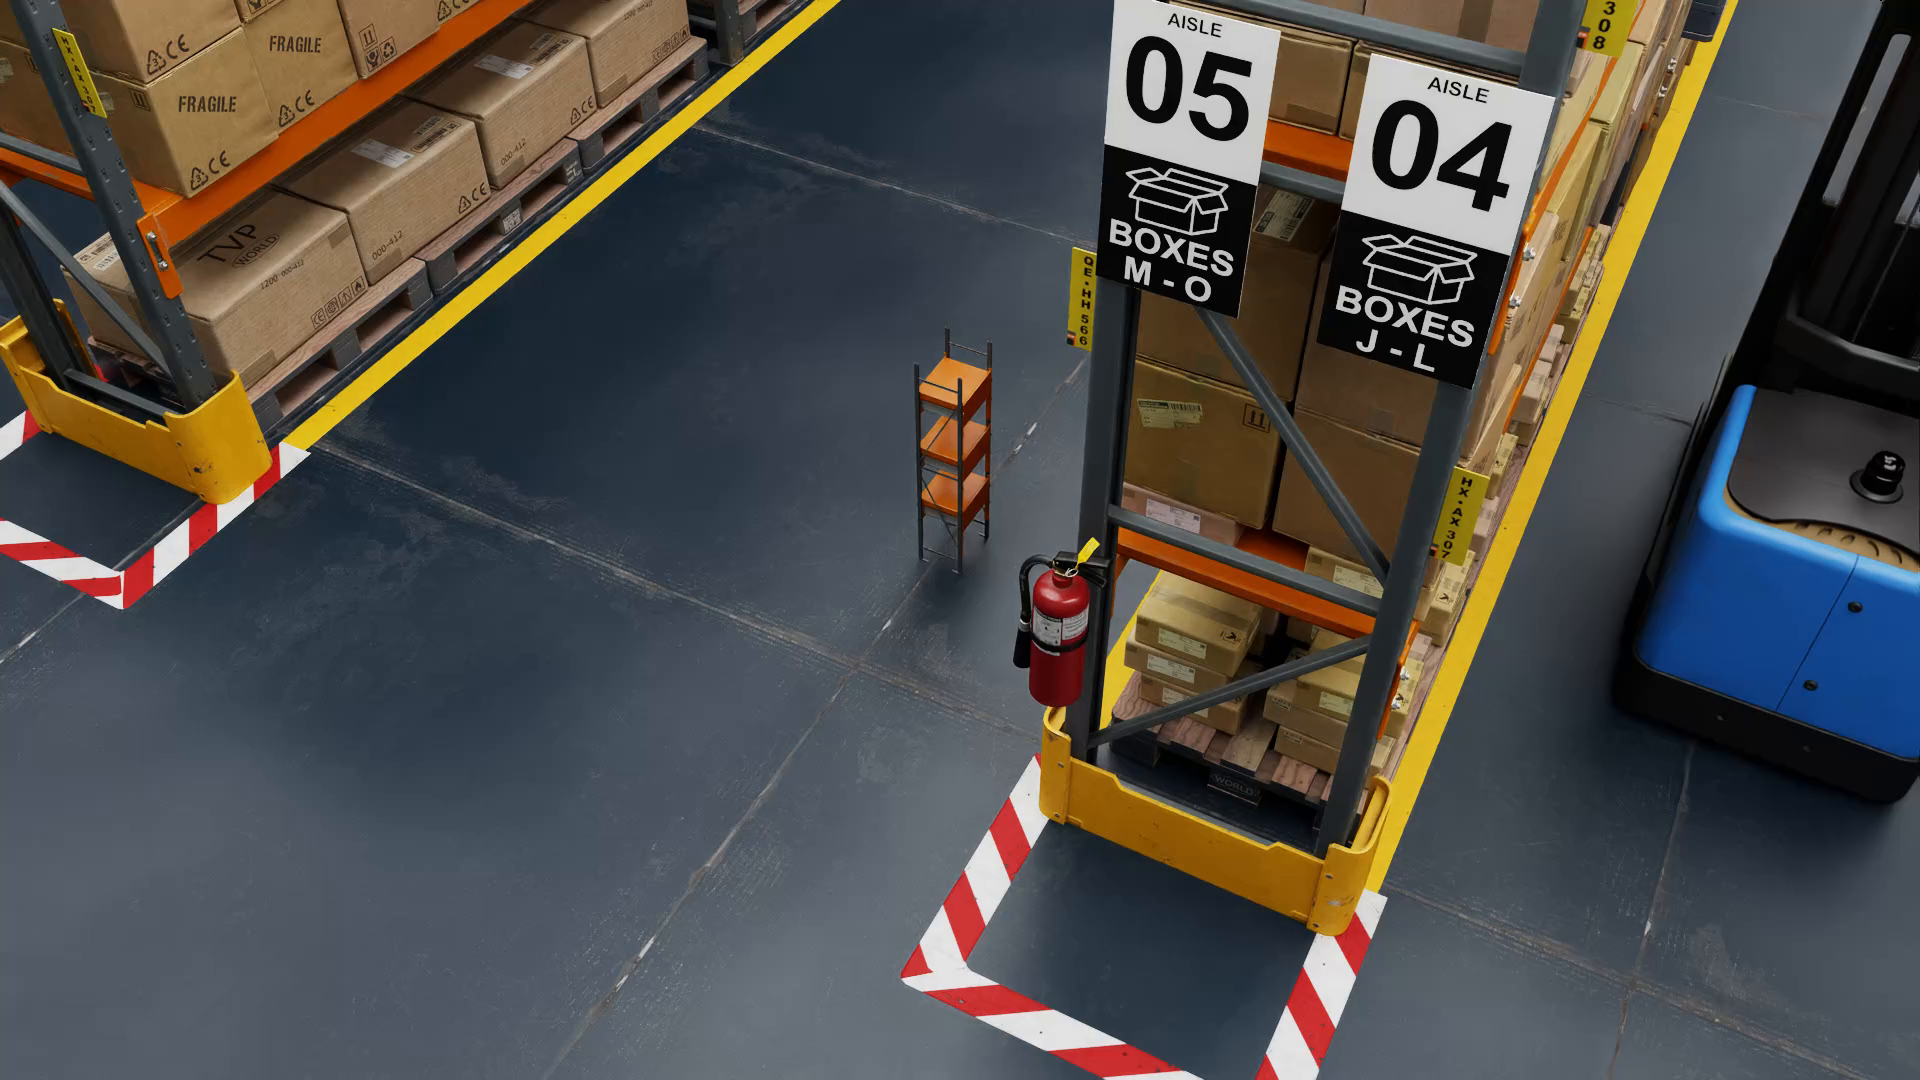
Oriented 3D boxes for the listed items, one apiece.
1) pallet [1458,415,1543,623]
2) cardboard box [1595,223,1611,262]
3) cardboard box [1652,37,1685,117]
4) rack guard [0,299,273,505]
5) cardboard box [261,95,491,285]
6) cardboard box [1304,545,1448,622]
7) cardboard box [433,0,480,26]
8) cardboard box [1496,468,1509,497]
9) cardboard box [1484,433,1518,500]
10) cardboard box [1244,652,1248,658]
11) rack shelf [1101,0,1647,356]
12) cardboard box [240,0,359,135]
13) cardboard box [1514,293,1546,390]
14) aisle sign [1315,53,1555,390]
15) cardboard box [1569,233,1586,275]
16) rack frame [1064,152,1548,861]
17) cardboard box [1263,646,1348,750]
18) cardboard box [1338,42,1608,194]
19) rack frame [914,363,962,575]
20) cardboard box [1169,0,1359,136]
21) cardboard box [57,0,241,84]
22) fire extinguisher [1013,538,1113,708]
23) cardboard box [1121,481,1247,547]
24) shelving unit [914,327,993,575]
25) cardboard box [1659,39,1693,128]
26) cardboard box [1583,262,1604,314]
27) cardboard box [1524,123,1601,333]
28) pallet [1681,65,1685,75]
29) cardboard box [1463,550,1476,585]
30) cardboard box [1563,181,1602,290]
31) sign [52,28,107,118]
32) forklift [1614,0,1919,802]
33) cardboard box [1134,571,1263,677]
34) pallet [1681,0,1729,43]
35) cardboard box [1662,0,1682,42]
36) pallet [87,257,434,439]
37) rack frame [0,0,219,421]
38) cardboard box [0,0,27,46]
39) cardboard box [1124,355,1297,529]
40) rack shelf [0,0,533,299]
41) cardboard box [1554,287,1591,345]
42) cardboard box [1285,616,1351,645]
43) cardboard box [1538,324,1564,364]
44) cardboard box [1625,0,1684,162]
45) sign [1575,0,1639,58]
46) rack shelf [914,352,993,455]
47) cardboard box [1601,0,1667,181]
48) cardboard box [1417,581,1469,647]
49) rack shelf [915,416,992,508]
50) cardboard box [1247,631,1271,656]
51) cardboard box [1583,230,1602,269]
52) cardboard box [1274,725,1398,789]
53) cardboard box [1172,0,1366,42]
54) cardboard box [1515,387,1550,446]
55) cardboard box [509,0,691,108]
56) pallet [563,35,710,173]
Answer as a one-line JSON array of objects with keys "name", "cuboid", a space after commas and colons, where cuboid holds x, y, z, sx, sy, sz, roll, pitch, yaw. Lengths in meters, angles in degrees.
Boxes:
[{"name": "pallet", "cuboid": [1.838, -0.268, 7.146, 1.003, 0.211, 1.213, 20, 49, 19]}, {"name": "cardboard box", "cuboid": [2.819, -1.401, 7.805, 0.380, 0.149, 0.250, 21, 49, 20]}, {"name": "cardboard box", "cuboid": [3.260, -2.365, 8.193, 0.500, 0.250, 0.500, 18, 48, 17]}, {"name": "rack guard", "cuboid": [-3.616, -0.611, 7.282, 1.175, 0.500, 0.348, 20, 49, 19]}, {"name": "cardboard box", "cuboid": [-2.969, -1.780, 8.186, 0.875, 0.438, 0.875, 22, 49, 20]}, {"name": "cardboard box", "cuboid": [1.267, 0.058, 5.040, 0.380, 0.149, 0.250, 20, 49, 19]}, {"name": "cardboard box", "cuboid": [-2.448, -2.711, 7.530, 0.500, 0.500, 0.500, 22, 49, 20]}, {"name": "cardboard box", "cuboid": [2.060, -0.283, 6.910, 0.380, 0.149, 0.250, 20, 49, 19]}, {"name": "cardboard box", "cuboid": [1.964, -0.342, 6.550, 0.380, 0.149, 0.250, 21, 49, 20]}, {"name": "cardboard box", "cuboid": [0.916, 0.324, 6.310, 0.380, 0.149, 0.250, 22, 49, 20]}, {"name": "rack shelf", "cuboid": [1.755, -1.996, 5.290, 1.077, 0.370, 4.000, 20, 49, 19]}, {"name": "cardboard box", "cuboid": [-2.917, -2.076, 6.902, 0.500, 0.500, 0.500, 20, 49, 19]}, {"name": "cardboard box", "cuboid": [1.506, -0.611, 5.246, 0.500, 0.500, 0.500, 21, 49, 19]}, {"name": "aisle sign", "cuboid": [1.058, -0.703, 3.788, 0.394, 0.787, 0.004, 20, 49, 19]}, {"name": "cardboard box", "cuboid": [2.096, -1.100, 6.185, 0.380, 0.149, 0.250, 21, 49, 20]}, {"name": "rack frame", "cuboid": [0.827, 0.066, 4.856, 1.000, 3.000, 0.127, 20, 49, 19]}, {"name": "cardboard box", "cuboid": [1.297, 0.570, 5.857, 0.380, 0.149, 0.250, 22, 49, 21]}, {"name": "cardboard box", "cuboid": [1.261, -1.134, 4.039, 0.500, 0.250, 0.500, 22, 49, 20]}, {"name": "rack frame", "cuboid": [-0.081, -0.258, 6.547, 0.200, 1.050, 0.008, 20, 49, 19]}, {"name": "cardboard box", "cuboid": [0.803, -1.310, 4.212, 0.500, 0.250, 0.500, 19, 48, 18]}, {"name": "cardboard box", "cuboid": [-3.130, -2.100, 6.223, 0.500, 0.500, 0.500, 19, 48, 18]}, {"name": "fire extinguisher", "cuboid": [0.301, 0.230, 5.010, 0.296, 0.674, 0.183, 20, 49, 19]}, {"name": "cardboard box", "cuboid": [0.728, -0.145, 5.241, 0.380, 0.149, 0.250, 21, 49, 19]}, {"name": "shelving unit", "cuboid": [-0.025, -0.335, 6.623, 0.215, 1.050, 0.252, 20, 49, 19]}, {"name": "cardboard box", "cuboid": [3.505, -2.435, 8.790, 0.500, 0.500, 0.500, 23, 50, 21]}, {"name": "cardboard box", "cuboid": [2.803, -1.240, 7.856, 0.380, 0.149, 0.250, 21, 49, 20]}, {"name": "cardboard box", "cuboid": [1.499, -0.941, 4.868, 0.500, 0.500, 0.500, 22, 49, 20]}, {"name": "pallet", "cuboid": [3.609, -2.736, 9.586, 1.003, 0.211, 1.213, 20, 49, 19]}, {"name": "cardboard box", "cuboid": [1.725, 0.107, 6.315, 0.380, 0.149, 0.250, 22, 49, 20]}, {"name": "cardboard box", "cuboid": [1.975, -1.239, 5.866, 0.500, 0.500, 0.500, 19, 48, 18]}, {"name": "sign", "cuboid": [-3.116, -1.650, 5.887, 0.100, 0.325, 0.005, 20, 49, 19]}, {"name": "forklift", "cuboid": [3.645, -1.133, 6.089, 1.130, 2.935, 3.031, 21, 49, 20]}, {"name": "cardboard box", "cuboid": [0.848, 0.294, 5.921, 0.380, 0.149, 0.250, 21, 49, 19]}, {"name": "pallet", "cuboid": [3.167, -2.820, 7.843, 1.003, 0.211, 1.213, 20, 49, 19]}, {"name": "cardboard box", "cuboid": [2.470, -2.233, 6.145, 0.500, 0.500, 0.500, 19, 48, 18]}, {"name": "pallet", "cuboid": [-3.303, -1.054, 7.924, 1.003, 0.211, 1.213, 20, 49, 19]}, {"name": "rack frame", "cuboid": [-3.605, -1.505, 6.408, 1.000, 3.000, 0.127, 20, 49, 19]}, {"name": "cardboard box", "cuboid": [-3.592, -2.274, 6.395, 0.500, 0.500, 0.500, 22, 49, 20]}, {"name": "cardboard box", "cuboid": [0.807, -0.442, 5.078, 0.500, 0.500, 0.500, 21, 49, 20]}, {"name": "rack shelf", "cuboid": [-2.676, -2.512, 7.909, 1.077, 0.370, 4.000, 20, 49, 19]}, {"name": "cardboard box", "cuboid": [2.595, -1.052, 7.460, 0.380, 0.149, 0.250, 19, 48, 18]}, {"name": "cardboard box", "cuboid": [1.392, 0.280, 5.935, 0.380, 0.149, 0.250, 21, 49, 20]}, {"name": "cardboard box", "cuboid": [2.323, -0.827, 7.029, 0.380, 0.149, 0.250, 18, 48, 17]}, {"name": "cardboard box", "cuboid": [2.467, -1.869, 6.489, 0.500, 0.500, 0.500, 19, 48, 18]}, {"name": "sign", "cuboid": [1.307, -1.117, 3.301, 0.100, 0.325, 0.005, 20, 49, 19]}, {"name": "rack shelf", "cuboid": [-0.025, -0.527, 6.429, 0.215, 0.259, 0.240, 20, 49, 19]}, {"name": "cardboard box", "cuboid": [1.993, -1.583, 5.503, 0.500, 0.500, 0.500, 19, 48, 18]}, {"name": "cardboard box", "cuboid": [1.727, 0.220, 6.412, 0.380, 0.149, 0.250, 21, 49, 20]}, {"name": "rack shelf", "cuboid": [-0.025, -0.328, 6.631, 0.215, 0.259, 0.240, 20, 49, 19]}, {"name": "cardboard box", "cuboid": [0.988, 0.242, 6.182, 0.380, 0.149, 0.250, 19, 48, 18]}, {"name": "cardboard box", "cuboid": [2.665, -1.325, 7.521, 0.380, 0.149, 0.250, 21, 49, 20]}, {"name": "cardboard box", "cuboid": [1.353, 0.696, 5.942, 0.380, 0.149, 0.250, 21, 49, 20]}, {"name": "cardboard box", "cuboid": [0.815, -1.486, 4.034, 0.500, 0.250, 0.500, 19, 48, 18]}, {"name": "cardboard box", "cuboid": [2.323, -0.588, 7.211, 0.380, 0.149, 0.250, 20, 49, 19]}, {"name": "cardboard box", "cuboid": [-2.134, -2.912, 9.305, 0.875, 0.438, 0.875, 20, 49, 19]}, {"name": "pallet", "cuboid": [-2.170, -2.591, 9.443, 1.003, 0.211, 1.213, 20, 49, 19]}]
